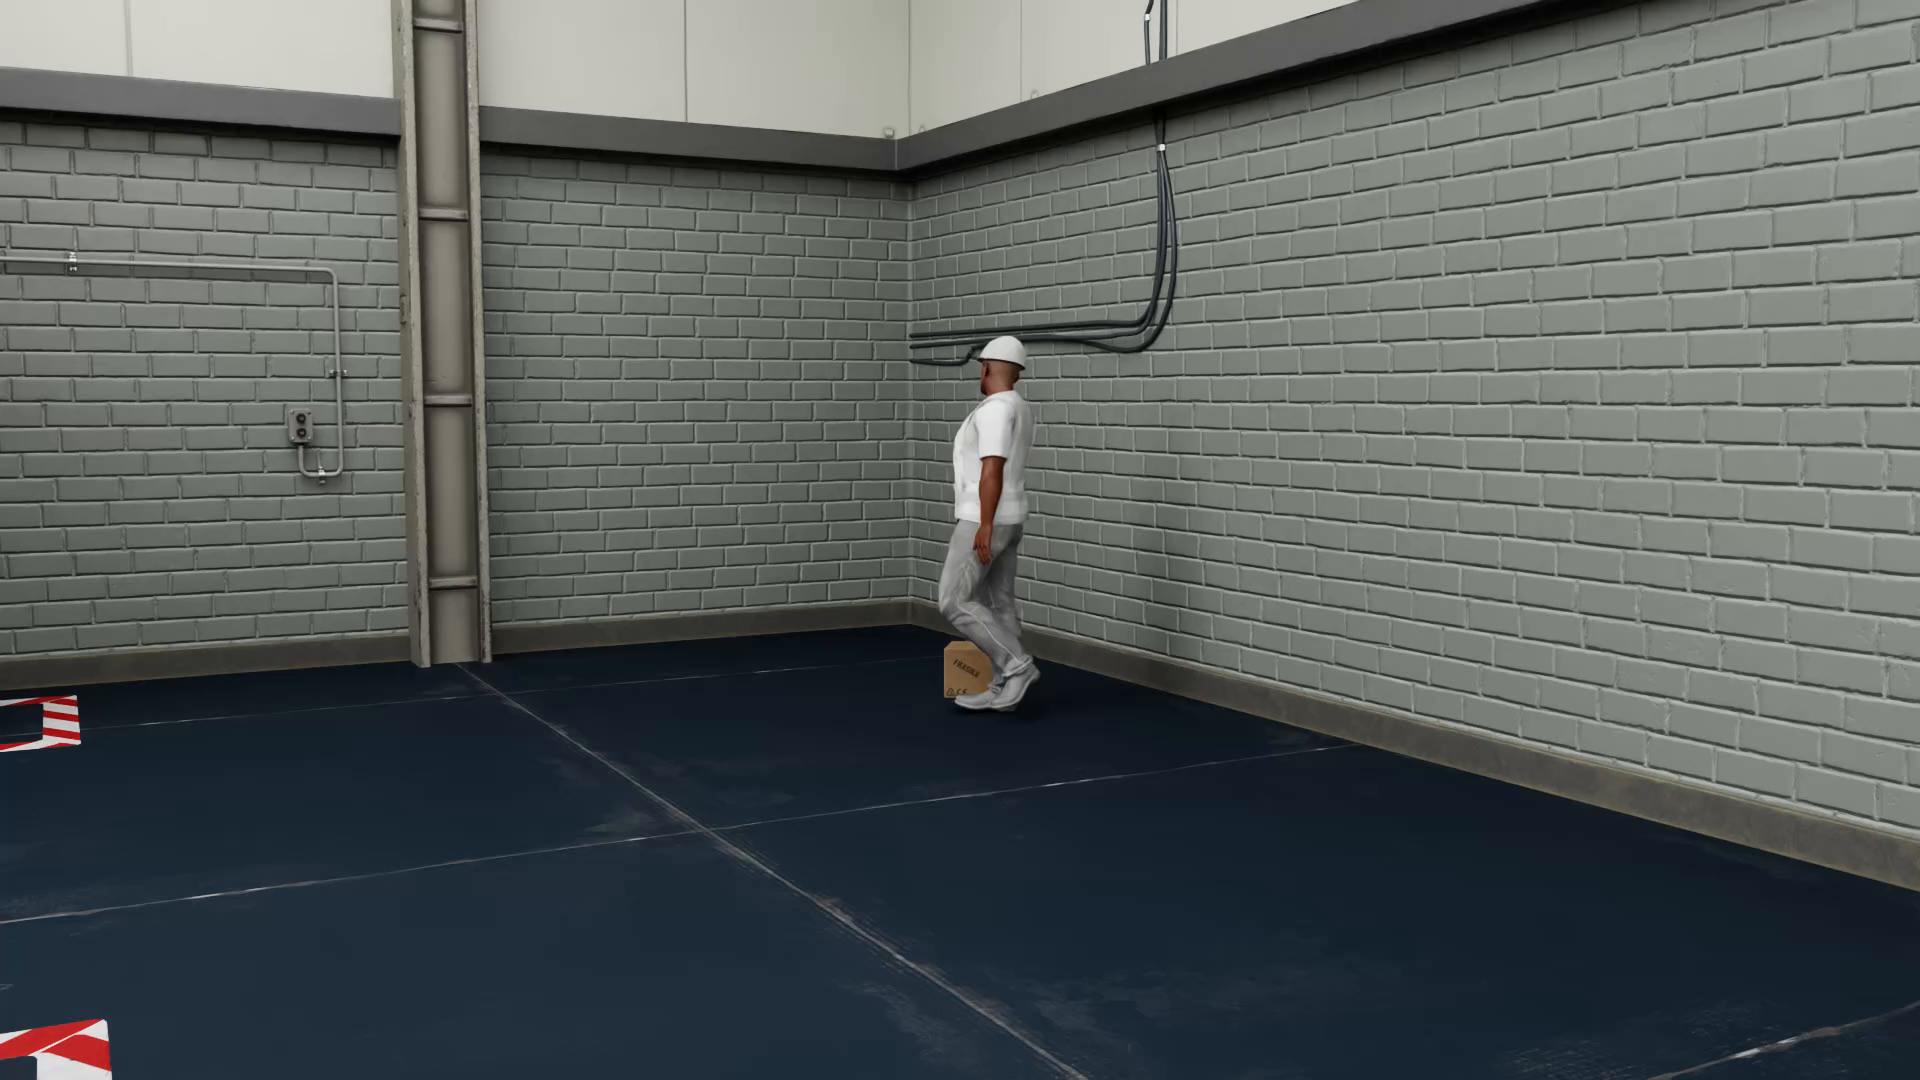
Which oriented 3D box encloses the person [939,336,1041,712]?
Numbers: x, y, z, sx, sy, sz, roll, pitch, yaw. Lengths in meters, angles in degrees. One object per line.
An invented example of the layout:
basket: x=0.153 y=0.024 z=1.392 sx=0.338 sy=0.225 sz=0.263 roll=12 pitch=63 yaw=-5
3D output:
person: x=0.179 y=-0.067 z=7.751 sx=0.465 sy=1.760 sz=0.595 roll=2 pitch=5 yaw=18
